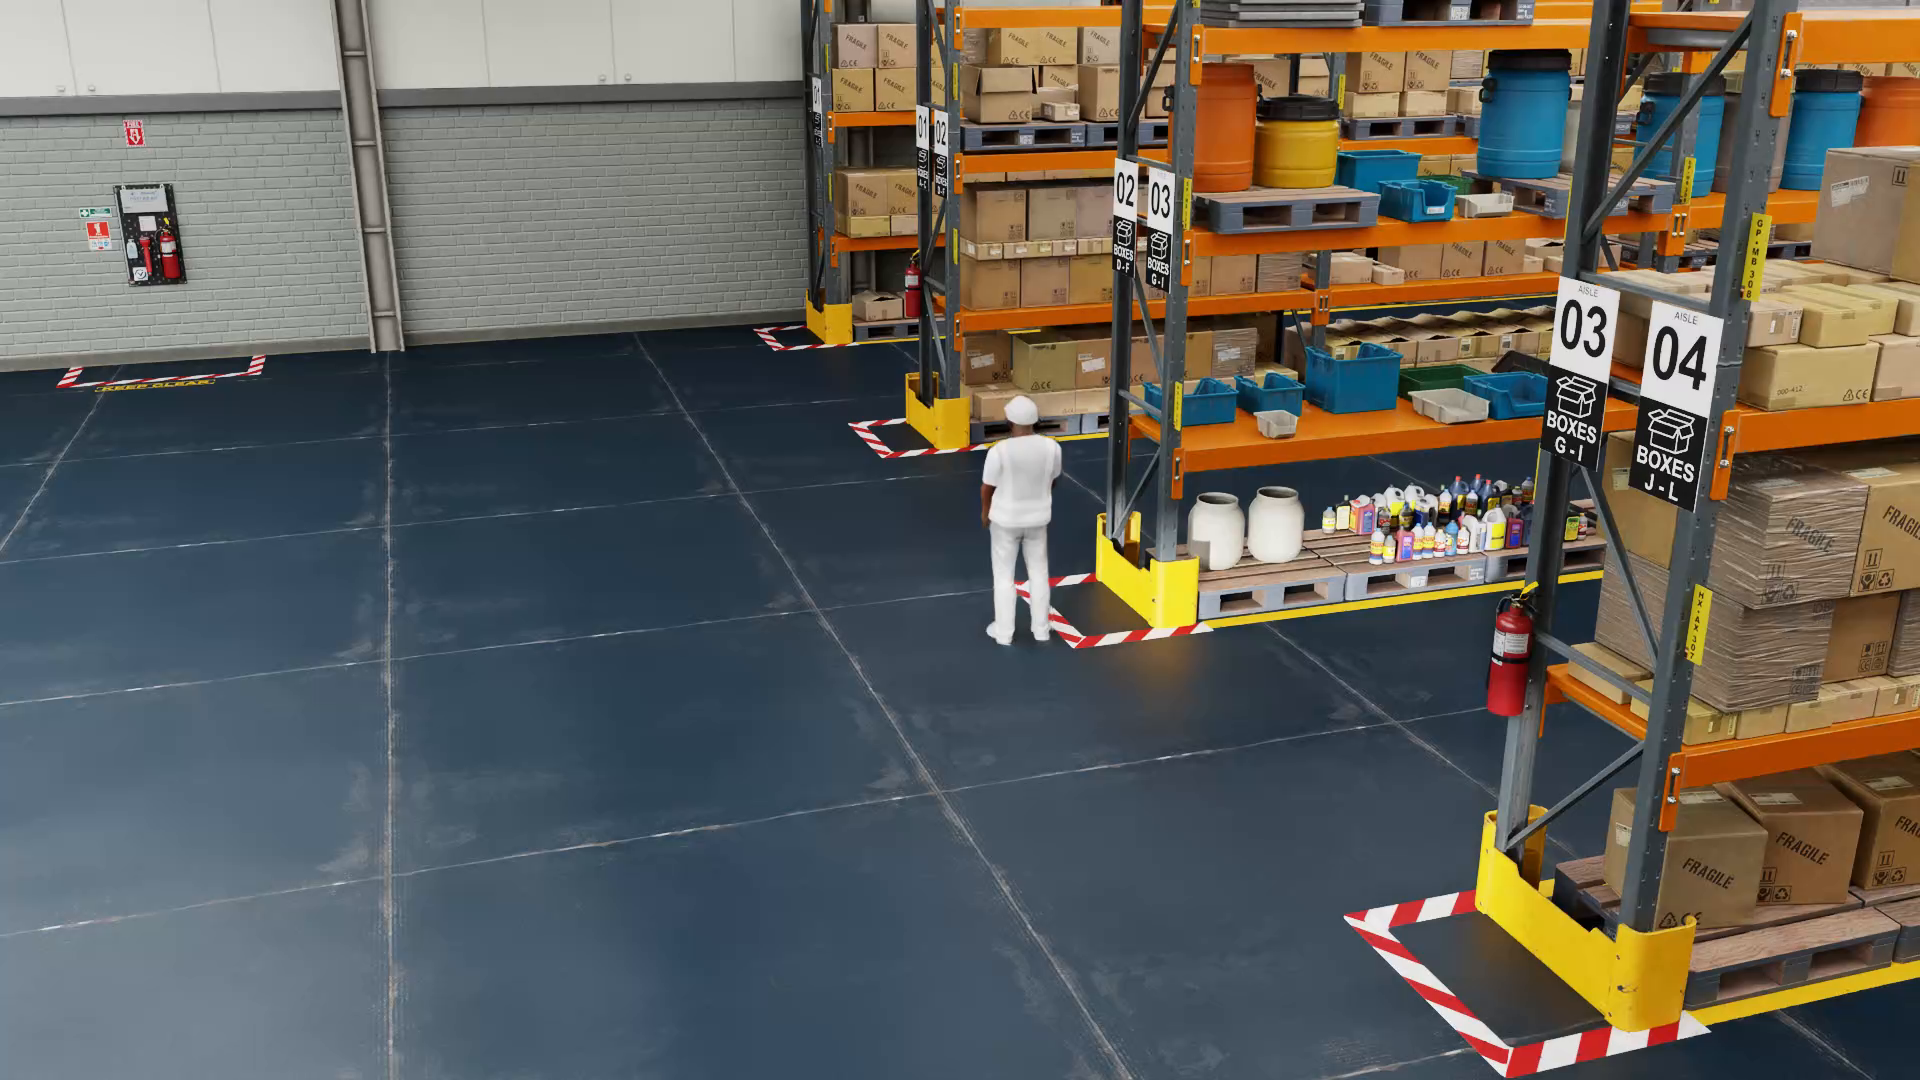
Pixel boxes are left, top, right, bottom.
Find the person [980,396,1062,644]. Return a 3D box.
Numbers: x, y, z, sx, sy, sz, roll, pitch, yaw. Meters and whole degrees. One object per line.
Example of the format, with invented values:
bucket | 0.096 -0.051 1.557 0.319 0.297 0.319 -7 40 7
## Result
person | 0.400 -0.146 11.432 0.554 1.778 0.464 -5 20 -15
